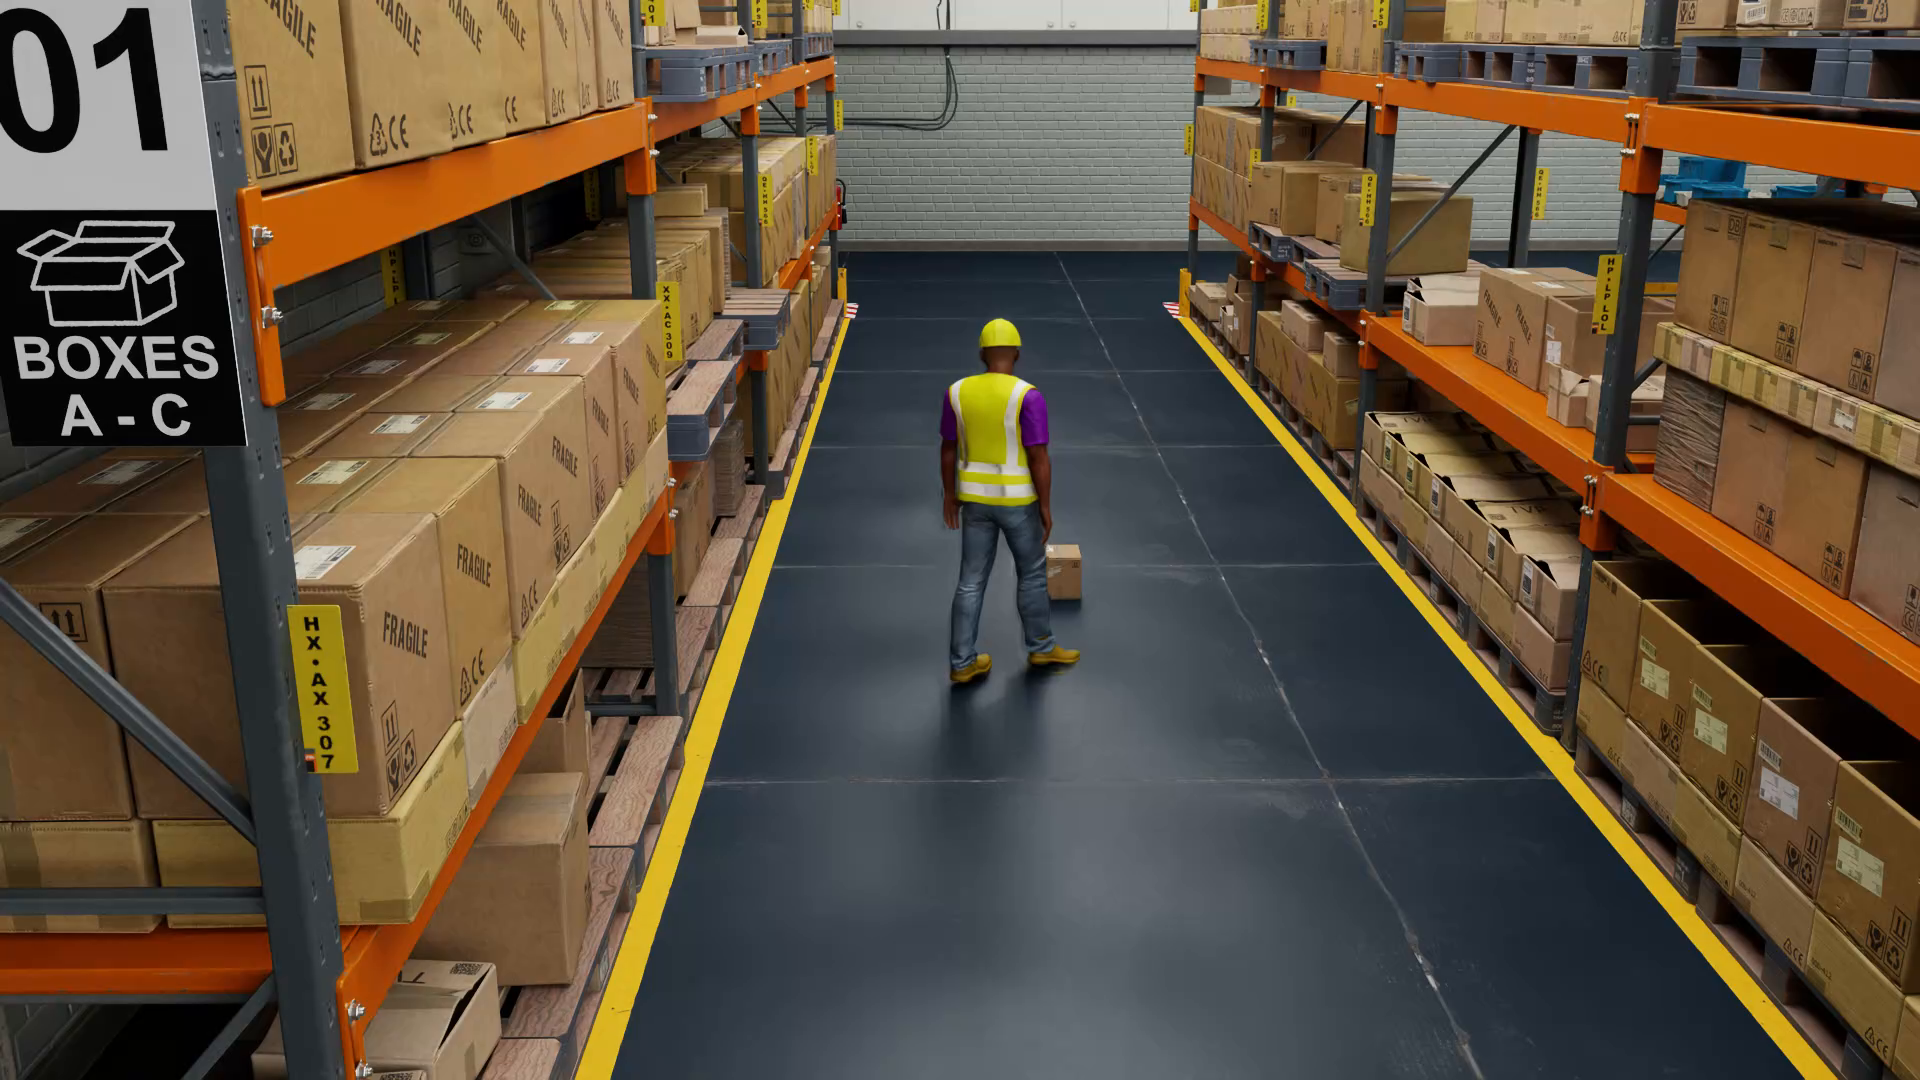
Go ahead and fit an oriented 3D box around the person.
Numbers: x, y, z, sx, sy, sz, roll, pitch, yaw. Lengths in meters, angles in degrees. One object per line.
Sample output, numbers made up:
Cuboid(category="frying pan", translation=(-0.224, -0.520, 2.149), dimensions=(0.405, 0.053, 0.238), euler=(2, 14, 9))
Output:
Cuboid(category="person", translation=(0.190, -0.188, 8.133), dimensions=(0.636, 1.773, 0.712), euler=(9, 19, 27))
